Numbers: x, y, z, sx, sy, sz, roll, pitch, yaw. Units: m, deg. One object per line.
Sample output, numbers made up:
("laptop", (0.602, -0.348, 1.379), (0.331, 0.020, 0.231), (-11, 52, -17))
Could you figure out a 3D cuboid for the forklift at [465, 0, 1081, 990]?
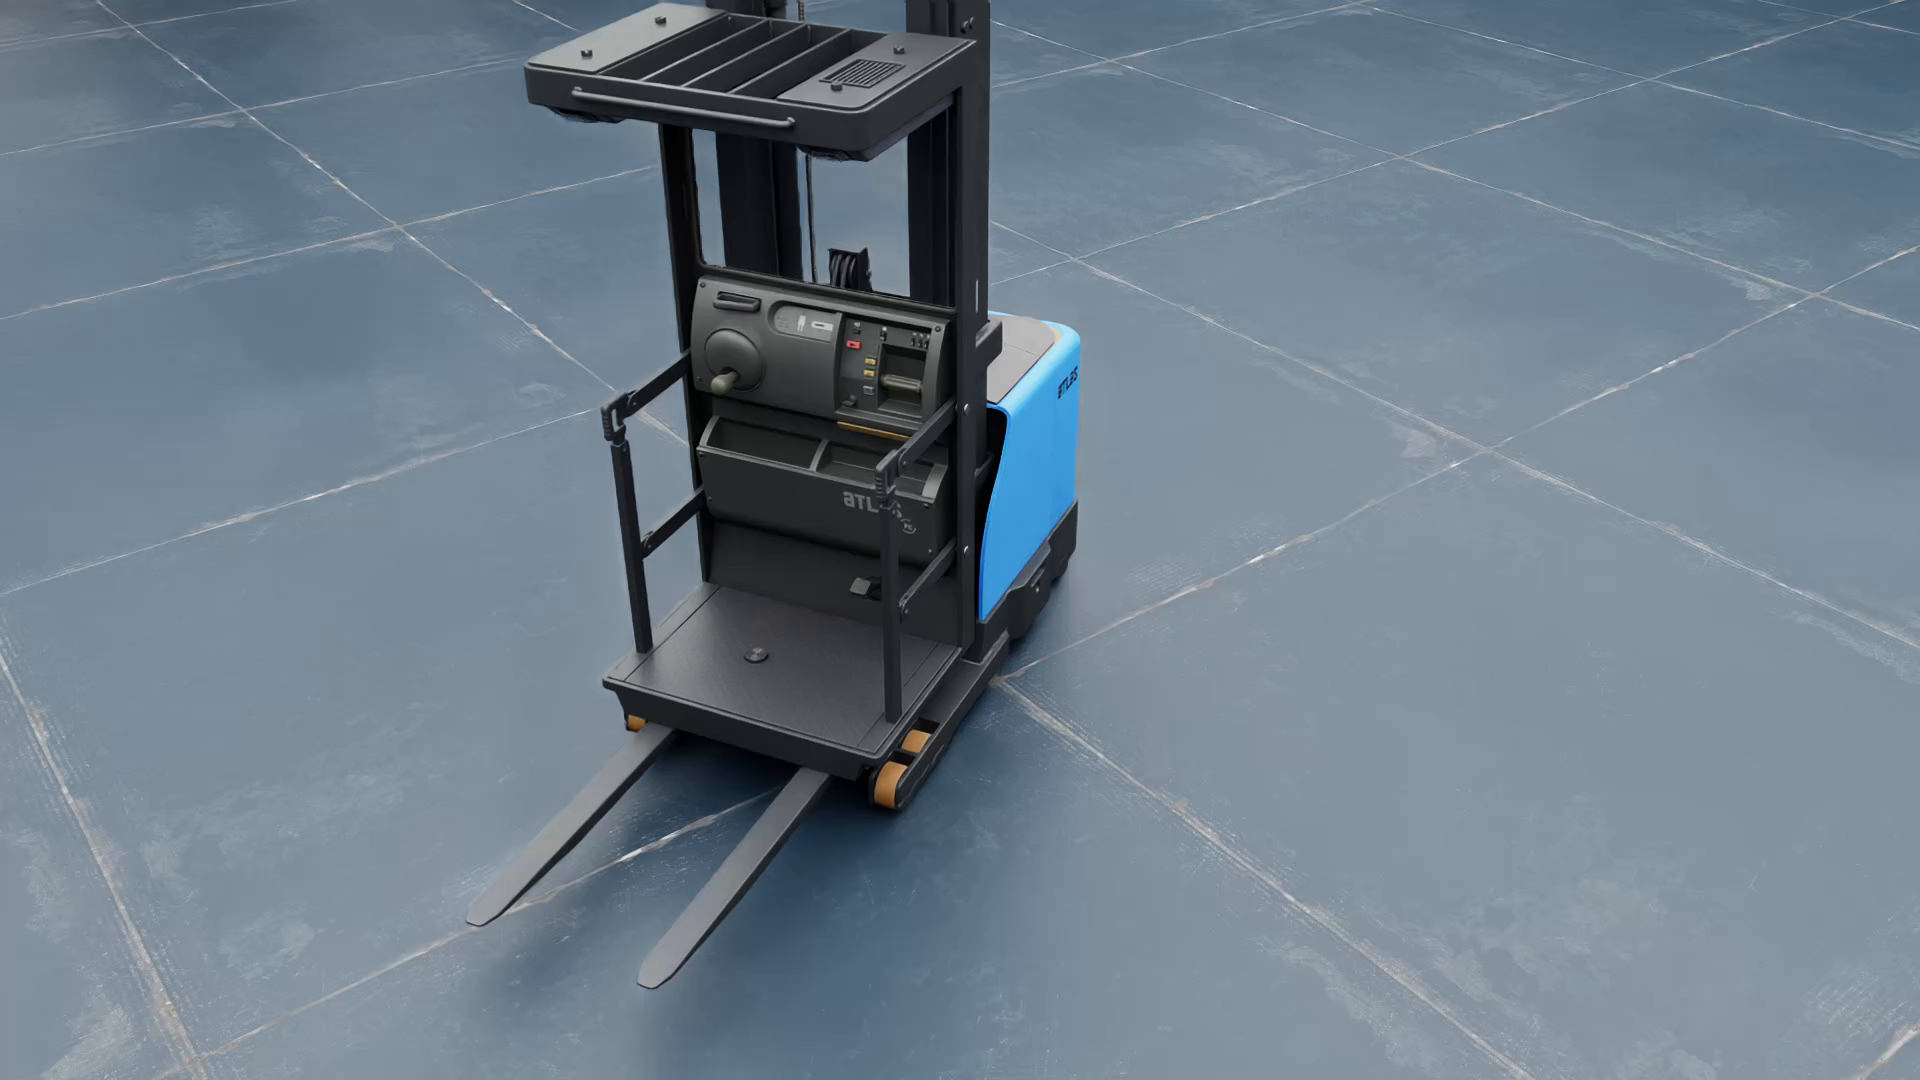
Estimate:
("forklift", (-0.568, -0.572, 5.392), (1.130, 2.935, 3.031), (13, 34, 20))
